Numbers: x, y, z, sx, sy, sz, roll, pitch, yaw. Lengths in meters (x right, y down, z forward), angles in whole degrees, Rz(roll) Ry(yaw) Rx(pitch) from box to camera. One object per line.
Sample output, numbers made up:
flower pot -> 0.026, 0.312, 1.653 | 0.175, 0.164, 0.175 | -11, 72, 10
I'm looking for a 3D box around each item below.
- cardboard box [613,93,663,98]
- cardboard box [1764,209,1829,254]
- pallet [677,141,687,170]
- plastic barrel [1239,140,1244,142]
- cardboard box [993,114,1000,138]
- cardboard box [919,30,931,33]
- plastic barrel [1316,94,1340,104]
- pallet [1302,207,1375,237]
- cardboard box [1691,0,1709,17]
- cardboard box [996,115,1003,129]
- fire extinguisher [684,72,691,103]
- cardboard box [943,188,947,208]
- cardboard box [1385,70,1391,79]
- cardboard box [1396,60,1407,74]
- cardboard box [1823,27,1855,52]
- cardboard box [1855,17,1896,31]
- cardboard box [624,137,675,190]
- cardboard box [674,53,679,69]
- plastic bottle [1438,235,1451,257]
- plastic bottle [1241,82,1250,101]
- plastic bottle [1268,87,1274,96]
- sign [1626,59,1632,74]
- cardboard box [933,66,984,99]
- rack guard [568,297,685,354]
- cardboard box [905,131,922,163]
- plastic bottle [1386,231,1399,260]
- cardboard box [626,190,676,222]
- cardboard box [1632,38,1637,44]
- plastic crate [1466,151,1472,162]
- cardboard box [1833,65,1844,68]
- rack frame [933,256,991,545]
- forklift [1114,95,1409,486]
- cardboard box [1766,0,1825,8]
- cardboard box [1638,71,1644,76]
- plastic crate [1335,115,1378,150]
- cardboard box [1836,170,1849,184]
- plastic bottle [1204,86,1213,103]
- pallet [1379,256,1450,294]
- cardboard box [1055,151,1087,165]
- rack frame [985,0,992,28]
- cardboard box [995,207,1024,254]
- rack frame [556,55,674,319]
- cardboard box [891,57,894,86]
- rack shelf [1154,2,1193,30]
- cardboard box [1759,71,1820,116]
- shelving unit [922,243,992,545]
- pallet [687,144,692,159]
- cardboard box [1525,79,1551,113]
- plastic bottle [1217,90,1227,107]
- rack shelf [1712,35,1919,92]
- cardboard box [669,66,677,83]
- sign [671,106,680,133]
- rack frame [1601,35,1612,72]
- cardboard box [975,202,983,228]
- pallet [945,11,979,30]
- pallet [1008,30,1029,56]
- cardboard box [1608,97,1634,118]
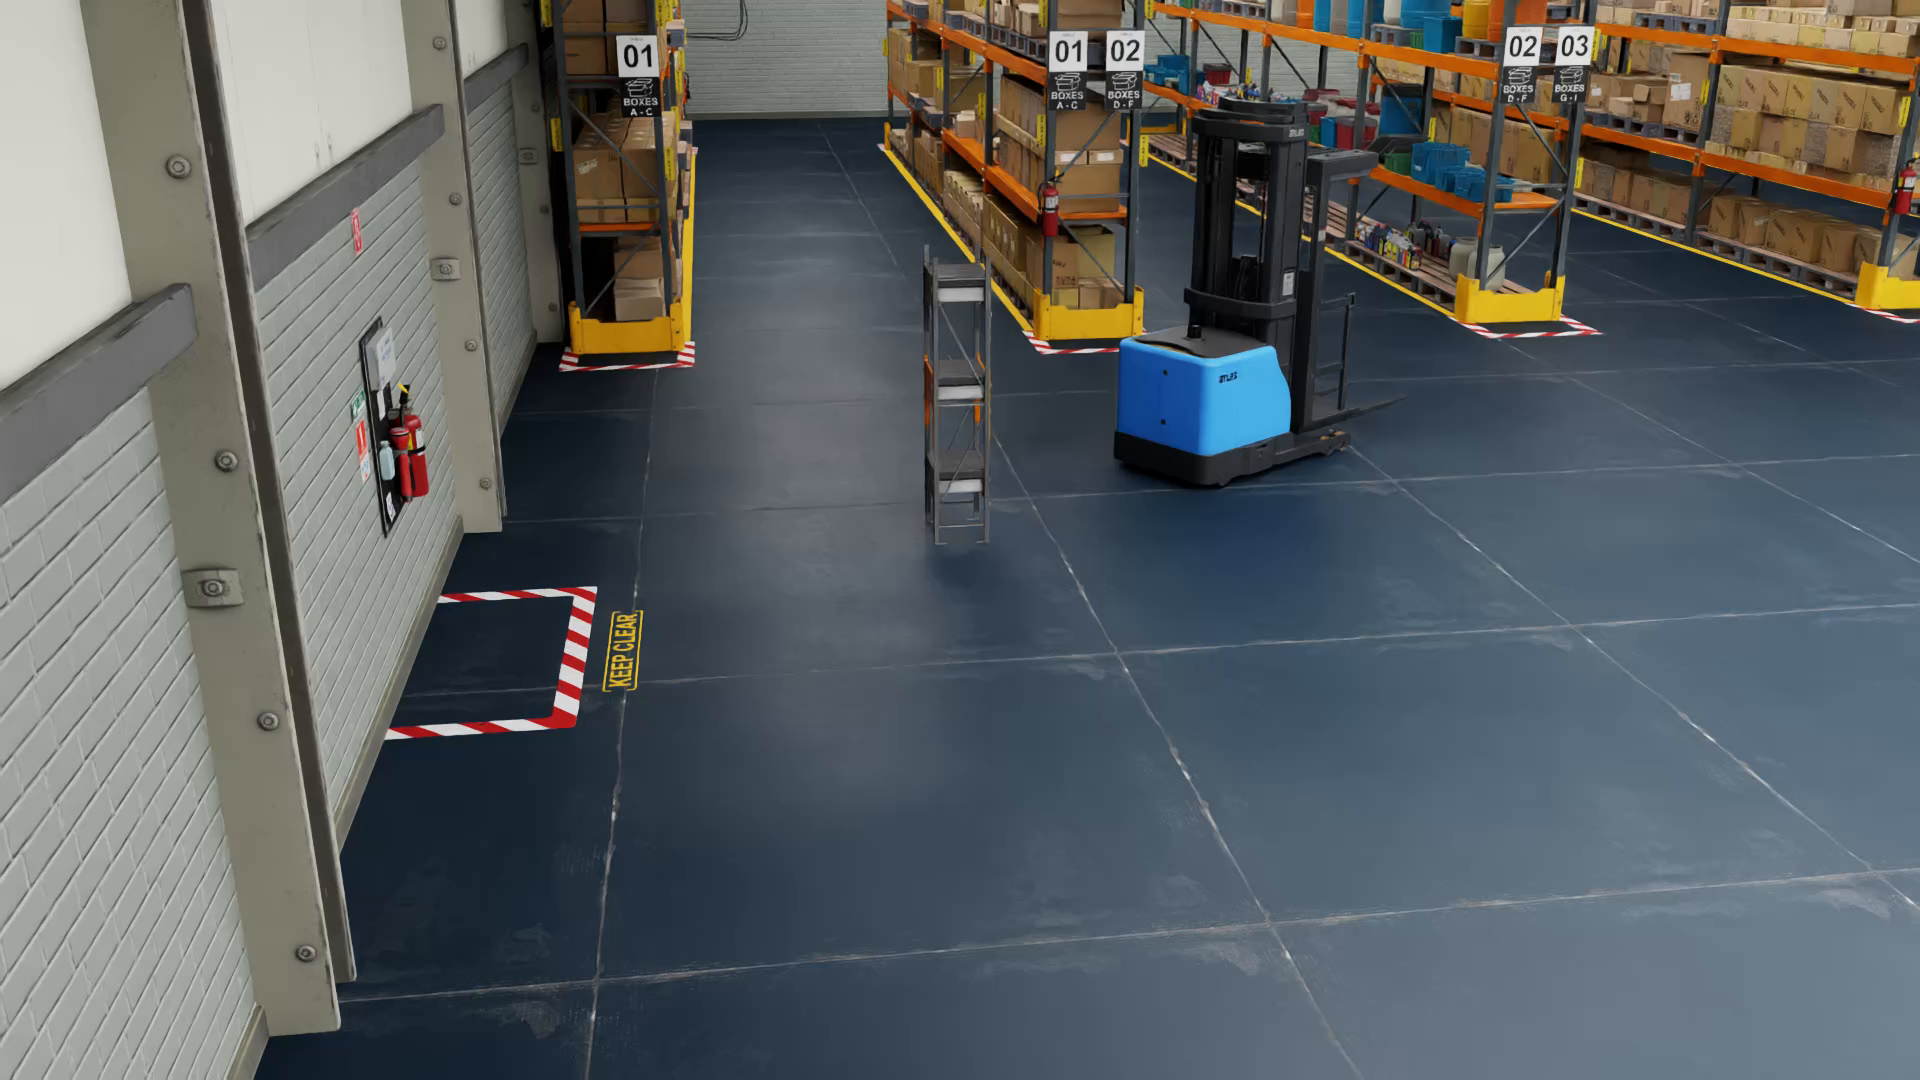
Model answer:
cardboard box -> -4.379, -5.839, 22.792 | 0.700, 0.500, 0.500 | -3, 21, -8
cardboard box -> 10.898, -4.020, 21.664 | 0.500, 0.500, 0.500 | -5, 21, -13
pallet -> -4.048, -4.976, 21.526 | 1.003, 0.211, 1.213 | -3, 21, -8
plastic barrel -> 4.732, -6.843, 28.649 | 0.600, 0.901, 0.708 | -3, 21, -8
cardboard box -> 0.649, -5.541, 22.622 | 0.500, 0.500, 0.500 | -1, 21, -4
cardboard box -> -0.501, -9.400, 31.525 | 0.500, 0.500, 0.500 | -2, 21, -6
plastic barrel -> 5.504, -6.386, 24.866 | 0.421, 0.512, 0.421 | 0, 20, 0
pallet -> 5.391, -4.681, 24.447 | 1.003, 0.211, 1.213 | -3, 21, -8
cardboard box -> 10.388, -7.403, 23.055 | 0.396, 0.266, 0.258 | -2, 21, -6
cardboard box -> 0.666, -5.293, 21.031 | 0.380, 0.149, 0.250 | -3, 21, -8
fire extinguisher -> -5.377, -8.813, 32.170 | 0.296, 0.674, 0.183 | -3, 21, -8
cardboard box -> 0.028, -5.143, 25.028 | 0.500, 0.250, 0.500 | -3, 21, -8
cardboard box -> 8.693, -9.264, 33.091 | 0.380, 0.149, 0.250 | -3, 21, -9
cardboard box -> 8.845, -9.234, 32.441 | 0.500, 0.250, 0.500 | -4, 21, -10
cardboard box -> 10.738, -5.998, 19.916 | 0.500, 0.250, 0.500 | -2, 21, -7
cardboard box -> 10.721, -6.032, 19.436 | 0.380, 0.149, 0.250 | -3, 21, -7
cardboard box -> -3.338, -4.052, 17.891 | 0.500, 0.500, 0.500 | -3, 21, -8
cardboard box -> -4.851, -7.784, 27.103 | 0.500, 0.250, 0.500 | -2, 21, -7
plastic bottle -> 6.193, -3.781, 21.316 | 0.152, 0.276, 0.135 | -3, 21, -7
plastic bottle -> 4.909, -7.667, 28.529 | 0.144, 0.351, 0.185 | -3, 21, -8
plastic bottle -> 5.183, -7.357, 27.698 | 0.144, 0.351, 0.185 | -3, 21, -8
sign -> 10.582, -7.464, 26.373 | 0.100, 0.325, 0.005 | -3, 21, -8
cardboard box -> -0.018, -7.450, 27.133 | 0.700, 0.500, 0.500 | -8, 22, -21
rack guard -> -3.517, -2.264, 17.565 | 1.175, 0.500, 0.348 | -3, 21, -8
cardboard box -> -0.697, -7.033, 29.703 | 0.500, 0.500, 0.500 | -3, 21, -8
plastic bottle -> 5.516, -3.746, 21.116 | 0.144, 0.351, 0.185 | -3, 21, -8
cardboard box -> -3.262, -3.533, 17.575 | 0.500, 0.250, 0.500 | -4, 21, -9
cardboard box -> 13.697, -10.225, 33.308 | 0.500, 0.500, 0.500 | -2, 21, -6
plastic crate -> 6.150, -4.855, 21.139 | 0.499, 0.251, 0.616 | -3, 21, -8
cardboard box -> 14.984, -7.941, 28.099 | 0.380, 0.149, 0.250 | -4, 21, -10
rack frame -> 0.011, -0.956, 11.776 | 0.400, 2.100, 0.015 | -3, 21, -8
forklift -> 2.719, -2.215, 13.957 | 3.031, 2.935, 1.130 | -17, 27, -38
cardboard box -> 10.940, -7.226, 21.707 | 0.500, 0.500, 0.500 | -4, 21, -9
cardboard box -> 13.789, -9.307, 33.208 | 0.380, 0.149, 0.250 | -3, 21, -8
plastic crate -> 5.349, -5.476, 22.499 | 0.402, 0.464, 0.583 | -3, 21, -8
cardboard box -> 10.811, -4.387, 20.034 | 0.380, 0.149, 0.250 | -3, 21, -8
plastic bottle -> 4.311, -7.699, 28.721 | 0.152, 0.276, 0.135 | -3, 21, -8
pallet -> 5.956, -3.329, 20.829 | 1.003, 0.211, 1.213 | -3, 21, -8
cardboard box -> 1.152, -4.134, 17.927 | 0.380, 0.149, 0.250 | -3, 21, -9
rack frame -> 0.819, -7.856, 20.387 | 1.000, 3.000, 0.127 | -3, 21, -8
cardboard box -> 0.721, -3.783, 20.314 | 0.500, 0.500, 0.500 | -3, 21, -8
rack frame -> -3.506, -3.409, 17.057 | 1.000, 3.000, 0.127 | -3, 21, -8
cardboard box -> -1.028, -8.902, 31.619 | 0.500, 0.500, 0.500 | -3, 21, -8
rack shelf -> 4.280, -9.824, 30.974 | 1.077, 0.370, 4.000 | -3, 21, -8
cardboard box -> 10.581, -5.683, 21.149 | 0.500, 0.500, 0.500 | -3, 21, -8
shelving unit -> -0.024, -1.041, 12.002 | 0.431, 2.100, 0.503 | -3, 21, -8
pallet -> -5.619, -7.370, 31.646 | 1.003, 0.211, 1.213 | -3, 21, -8
cardboard box -> 9.664, -7.307, 27.349 | 0.500, 0.500, 0.500 | -3, 21, -8
plastic bottle -> 4.425, -7.425, 27.986 | 0.152, 0.276, 0.135 | -3, 21, -8
rack shelf -> 10.911, -5.919, 20.518 | 1.077, 0.370, 4.000 | -3, 21, -8
cardboard box -> -4.473, -6.906, 24.751 | 0.500, 0.250, 0.500 | -2, 21, -6
sign -> -3.546, -5.230, 20.694 | 0.100, 0.325, 0.005 | -3, 21, -8
rack frame -> 13.816, -9.913, 34.472 | 1.000, 3.000, 0.127 | -3, 21, -8
cardboard box -> 0.477, -4.342, 22.083 | 0.500, 0.311, 0.500 | -3, 21, -8
pallet -> 0.429, -7.516, 24.036 | 1.213, 0.211, 1.003 | -2, 21, -5
pallet -> 1.140, -5.693, 19.012 | 1.003, 0.211, 1.213 | -3, 21, -8
cardboard box -> 10.060, -6.463, 24.847 | 0.500, 0.250, 0.500 | -4, 21, -9
